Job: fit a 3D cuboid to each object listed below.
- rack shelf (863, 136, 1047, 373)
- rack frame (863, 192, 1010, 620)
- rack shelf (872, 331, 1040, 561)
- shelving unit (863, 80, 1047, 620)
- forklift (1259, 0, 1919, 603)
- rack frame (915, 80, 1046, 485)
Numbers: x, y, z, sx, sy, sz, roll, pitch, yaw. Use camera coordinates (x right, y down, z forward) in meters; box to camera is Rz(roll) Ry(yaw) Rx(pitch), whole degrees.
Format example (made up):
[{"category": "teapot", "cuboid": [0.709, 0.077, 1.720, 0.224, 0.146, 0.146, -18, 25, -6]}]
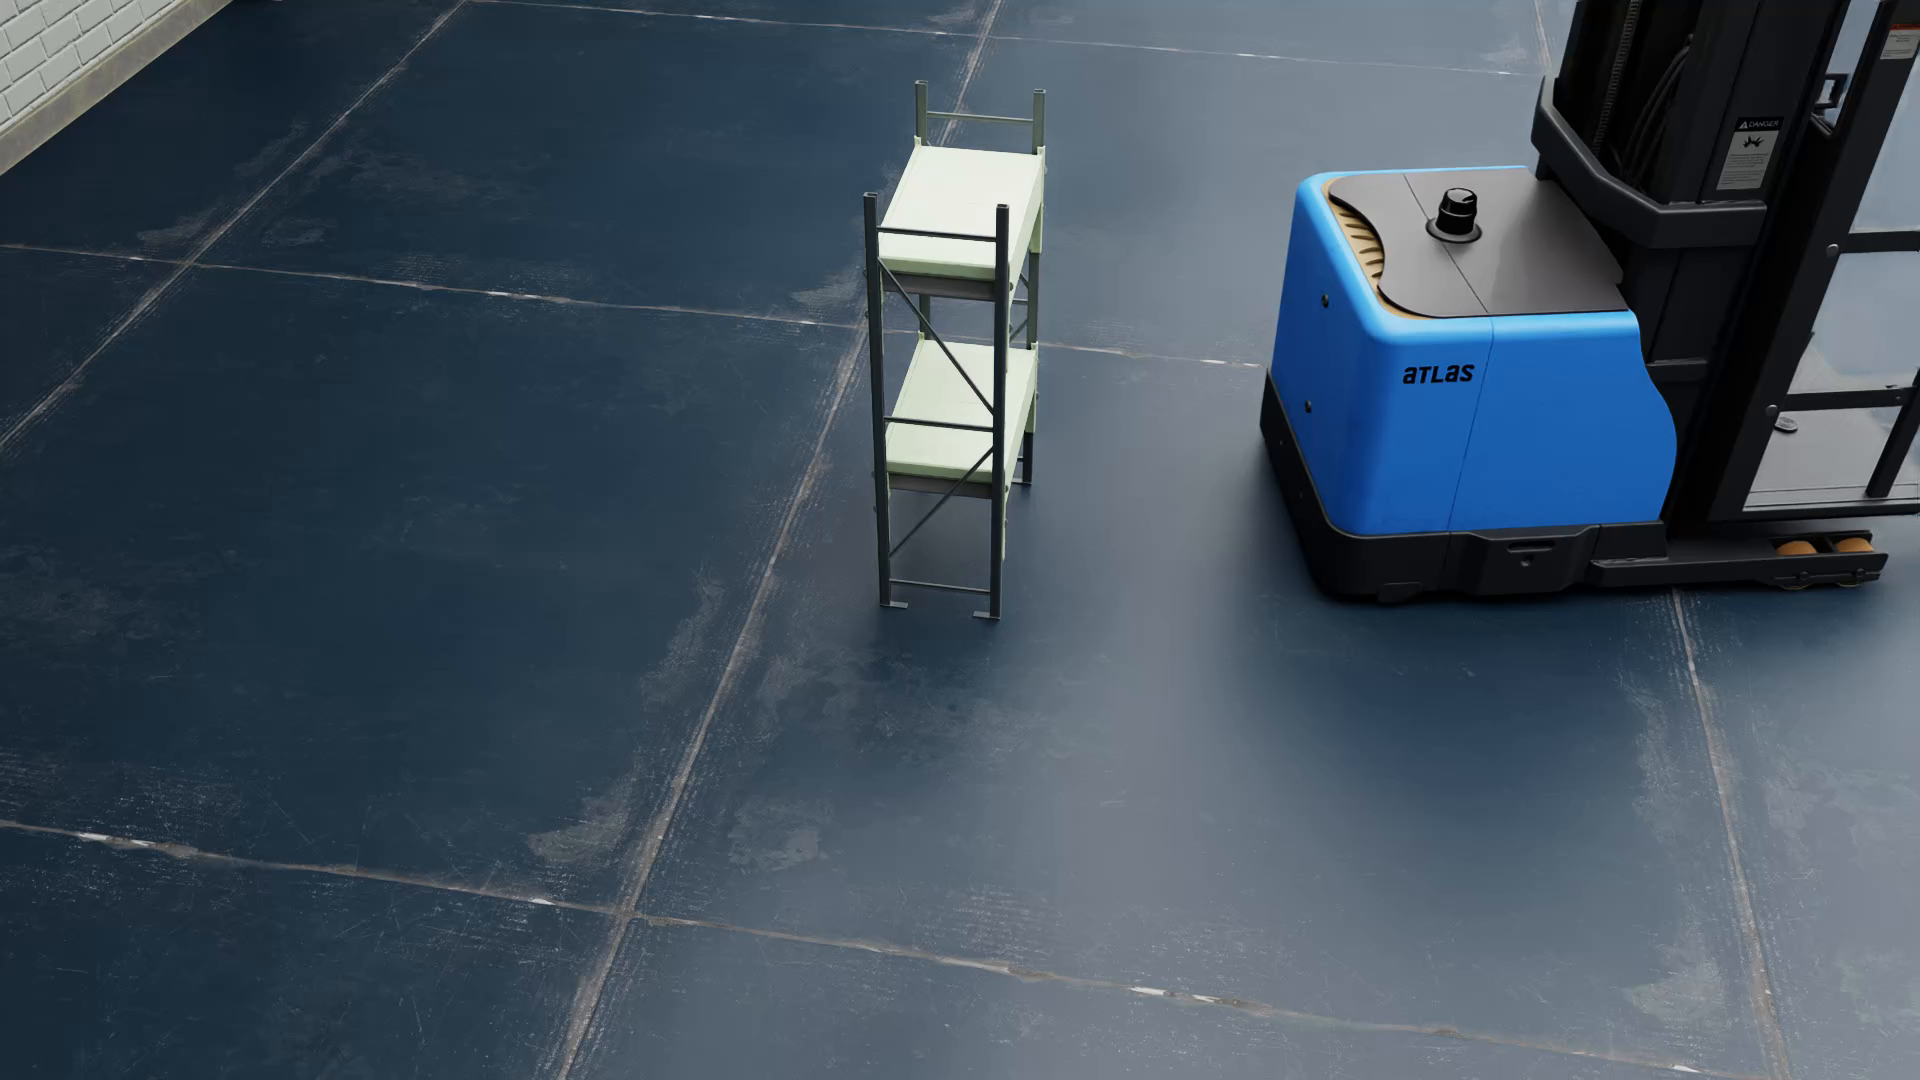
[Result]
[{"category": "rack shelf", "cuboid": [-0.001, -0.875, 5.018, 0.431, 0.370, 0.720, 6, 40, 8]}, {"category": "rack frame", "cuboid": [-0.064, -0.344, 4.989, 0.400, 1.500, 0.023, 6, 40, 8]}, {"category": "rack shelf", "cuboid": [-0.001, -0.323, 5.475, 0.431, 0.370, 0.720, 6, 40, 8]}, {"category": "shelving unit", "cuboid": [-0.001, -0.574, 5.267, 0.431, 1.500, 0.755, 6, 40, 8]}, {"category": "forklift", "cuboid": [2.651, -1.298, 5.020, 3.031, 2.935, 1.130, -3, 40, -3]}, {"category": "rack frame", "cuboid": [0.062, -0.804, 5.545, 0.400, 1.500, 0.023, 6, 40, 8]}]
